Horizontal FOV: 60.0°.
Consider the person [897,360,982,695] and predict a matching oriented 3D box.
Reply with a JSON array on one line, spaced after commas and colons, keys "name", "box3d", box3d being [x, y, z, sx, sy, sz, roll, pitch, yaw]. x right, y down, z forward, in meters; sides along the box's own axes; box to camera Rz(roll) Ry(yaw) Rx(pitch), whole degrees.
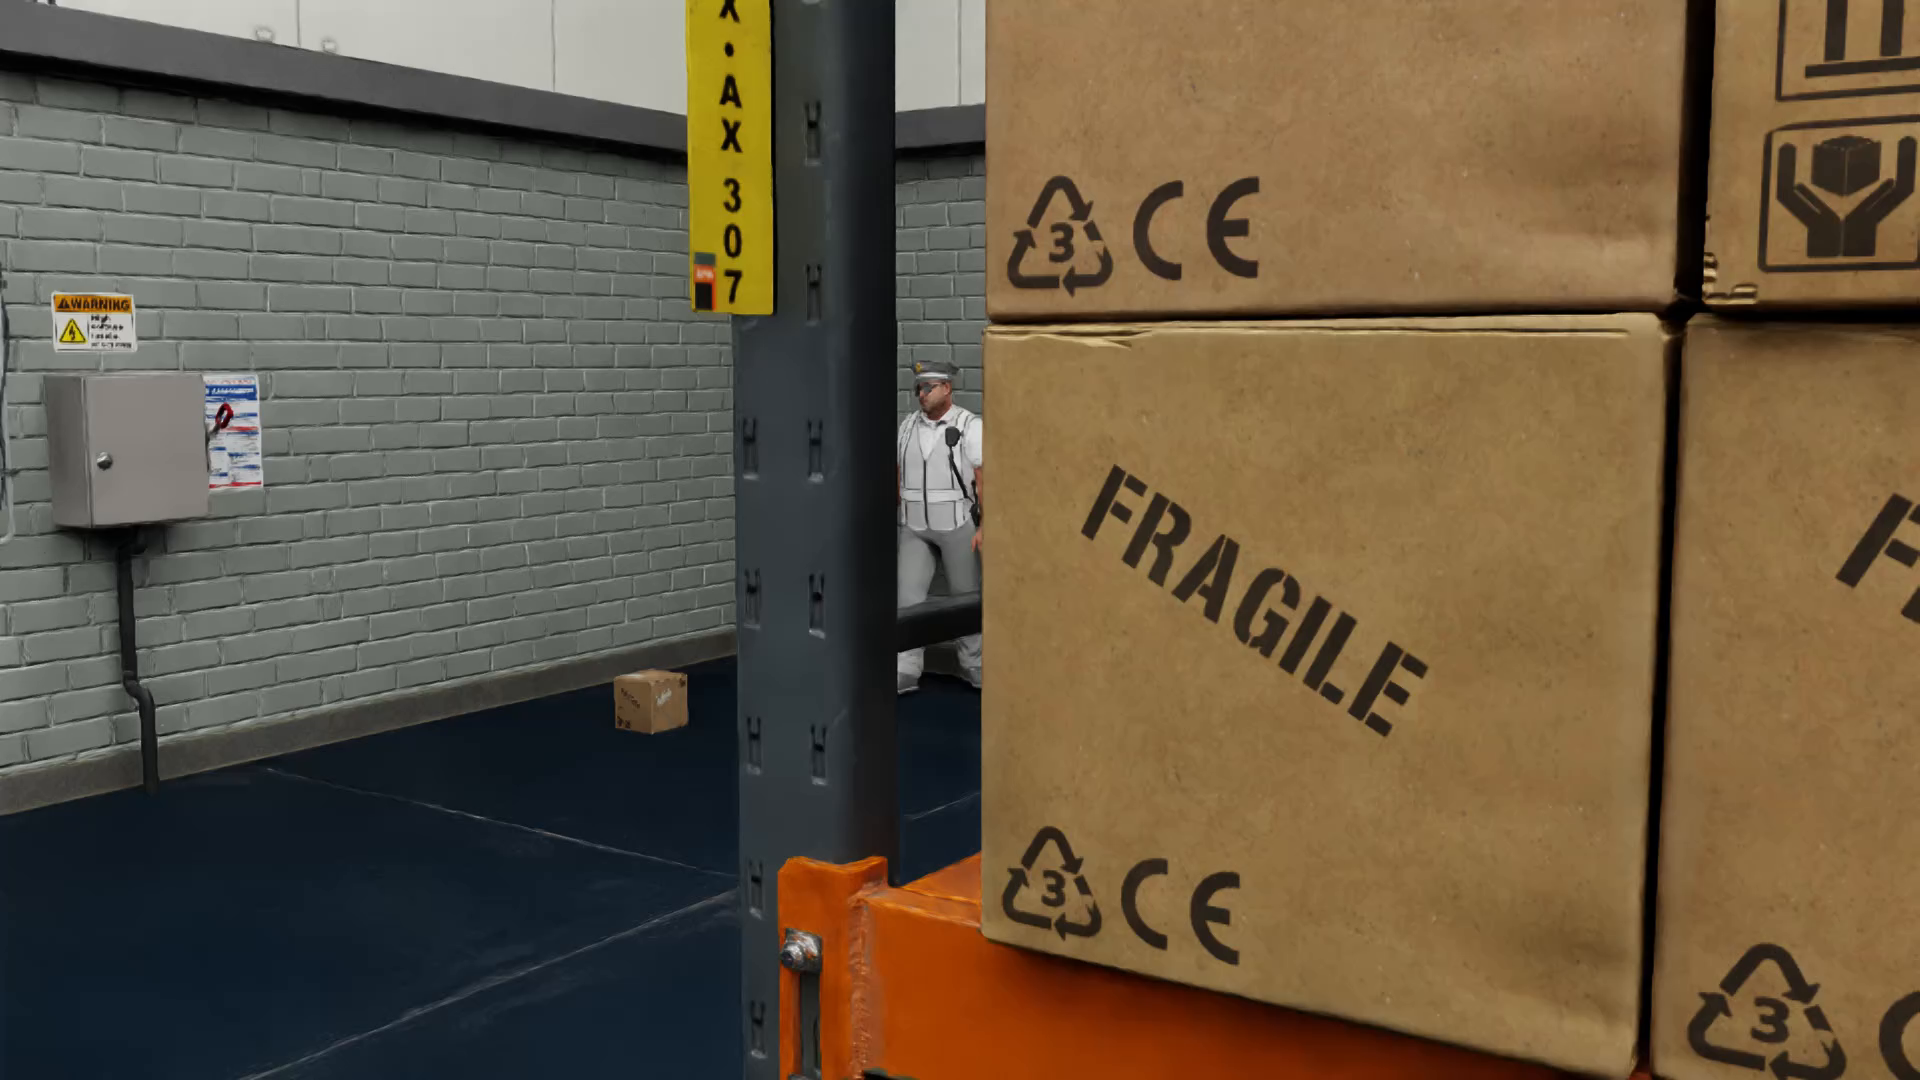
[{"name": "person", "box3d": [-0.154, -0.071, 8.735, 0.672, 1.744, 0.633, 2, 7, 20]}]
